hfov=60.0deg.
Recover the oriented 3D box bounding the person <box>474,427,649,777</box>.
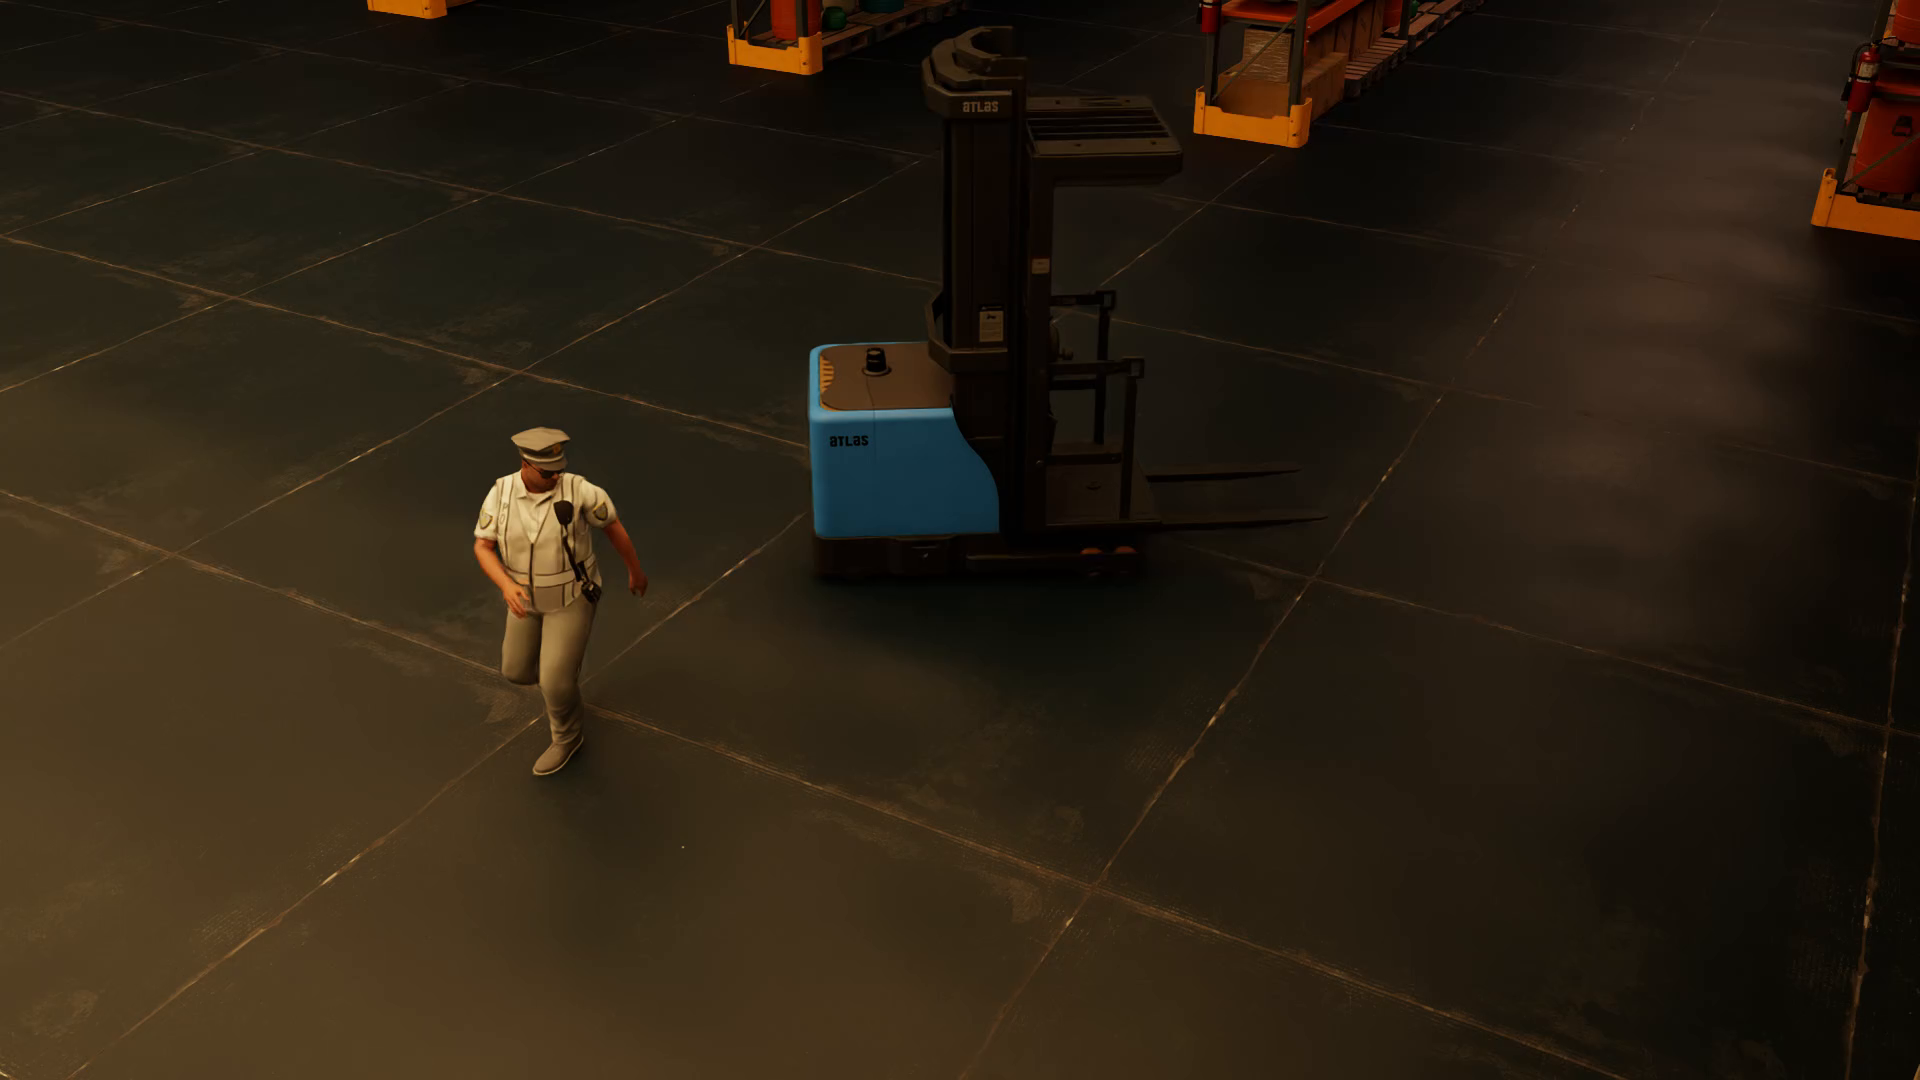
[{"bbox_3d":[-1.919,0.257,7.891,0.665,1.684,0.695,9,31,16],"label":"person"}]

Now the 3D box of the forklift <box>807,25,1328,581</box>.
[{"bbox_3d":[0.635,-1.320,9.358,3.031,2.935,1.130,-2,30,-4],"label":"forklift"}]
